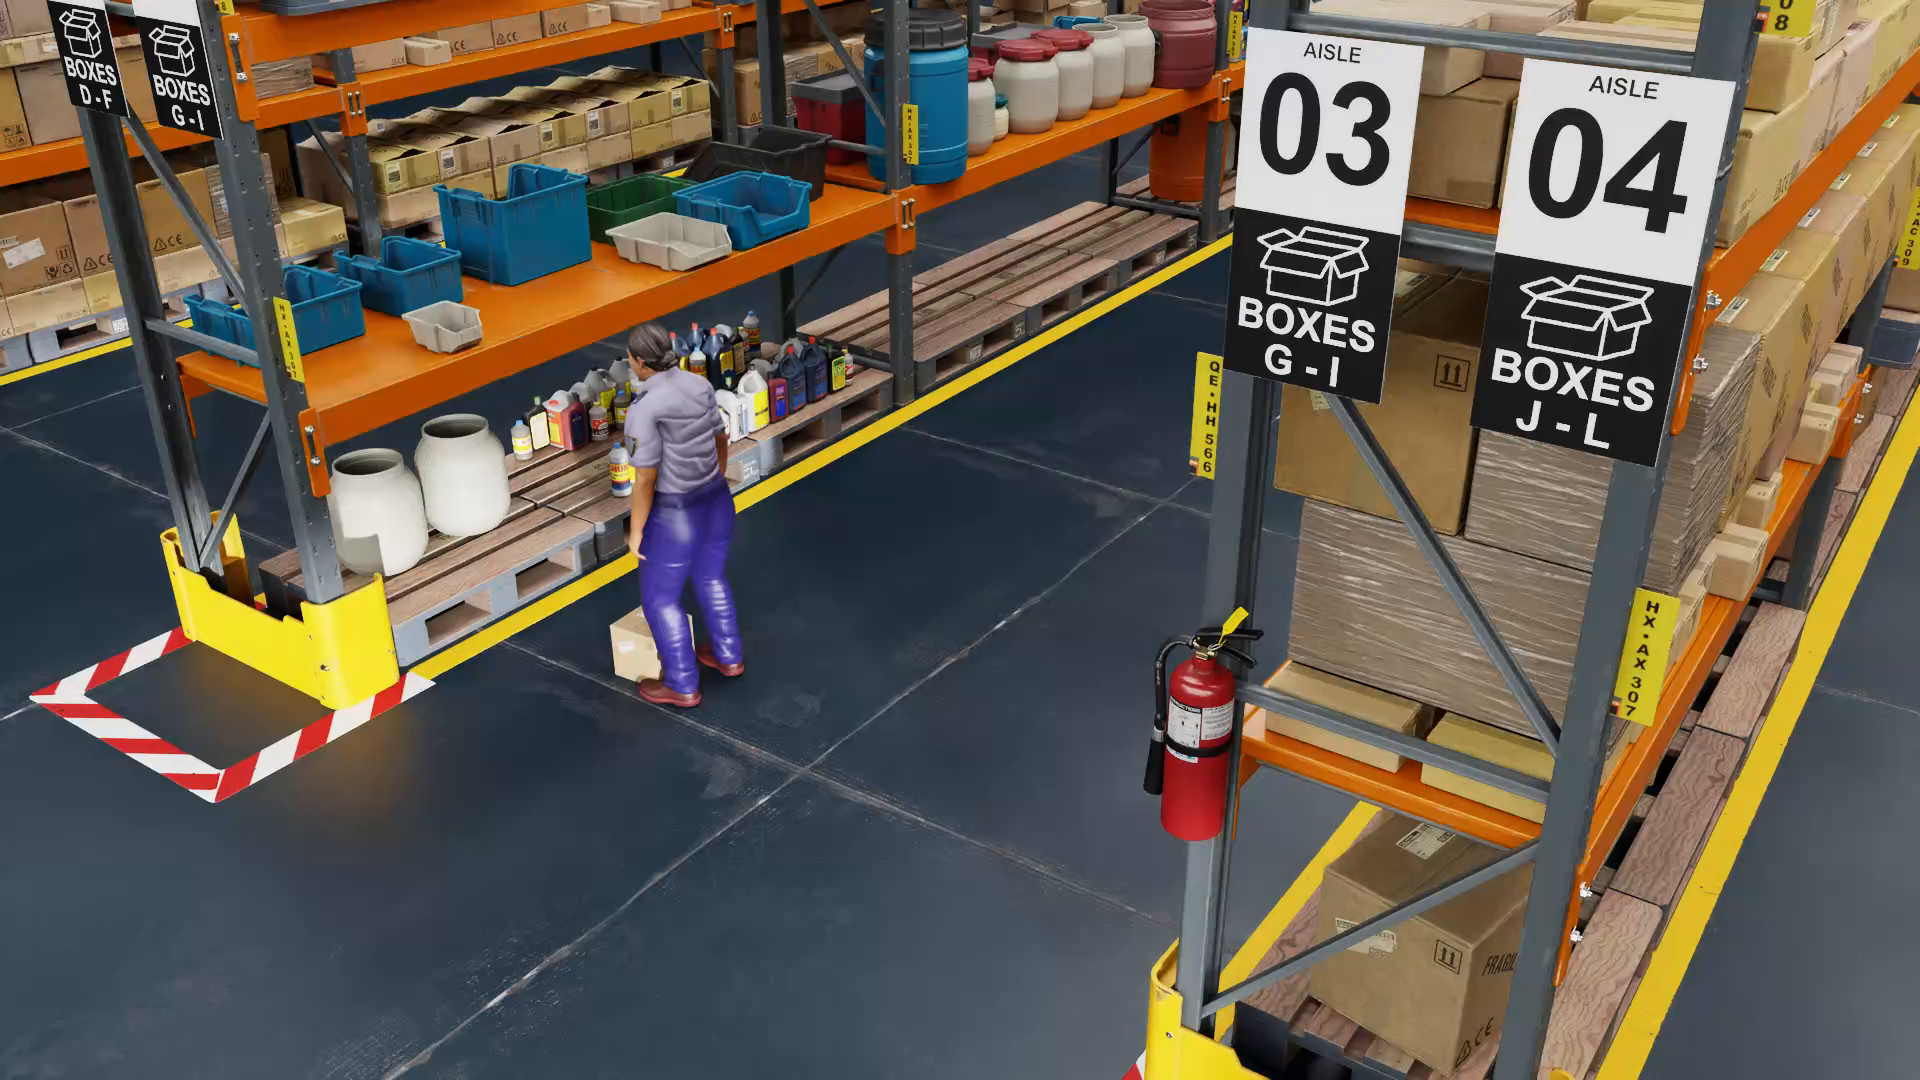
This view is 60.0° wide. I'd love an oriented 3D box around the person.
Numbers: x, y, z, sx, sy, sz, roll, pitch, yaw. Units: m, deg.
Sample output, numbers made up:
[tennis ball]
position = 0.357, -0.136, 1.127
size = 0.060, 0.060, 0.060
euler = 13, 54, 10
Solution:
[person]
position = -1.141, -0.105, 6.831
size = 0.367, 1.652, 0.543
euler = 17, 32, 30
